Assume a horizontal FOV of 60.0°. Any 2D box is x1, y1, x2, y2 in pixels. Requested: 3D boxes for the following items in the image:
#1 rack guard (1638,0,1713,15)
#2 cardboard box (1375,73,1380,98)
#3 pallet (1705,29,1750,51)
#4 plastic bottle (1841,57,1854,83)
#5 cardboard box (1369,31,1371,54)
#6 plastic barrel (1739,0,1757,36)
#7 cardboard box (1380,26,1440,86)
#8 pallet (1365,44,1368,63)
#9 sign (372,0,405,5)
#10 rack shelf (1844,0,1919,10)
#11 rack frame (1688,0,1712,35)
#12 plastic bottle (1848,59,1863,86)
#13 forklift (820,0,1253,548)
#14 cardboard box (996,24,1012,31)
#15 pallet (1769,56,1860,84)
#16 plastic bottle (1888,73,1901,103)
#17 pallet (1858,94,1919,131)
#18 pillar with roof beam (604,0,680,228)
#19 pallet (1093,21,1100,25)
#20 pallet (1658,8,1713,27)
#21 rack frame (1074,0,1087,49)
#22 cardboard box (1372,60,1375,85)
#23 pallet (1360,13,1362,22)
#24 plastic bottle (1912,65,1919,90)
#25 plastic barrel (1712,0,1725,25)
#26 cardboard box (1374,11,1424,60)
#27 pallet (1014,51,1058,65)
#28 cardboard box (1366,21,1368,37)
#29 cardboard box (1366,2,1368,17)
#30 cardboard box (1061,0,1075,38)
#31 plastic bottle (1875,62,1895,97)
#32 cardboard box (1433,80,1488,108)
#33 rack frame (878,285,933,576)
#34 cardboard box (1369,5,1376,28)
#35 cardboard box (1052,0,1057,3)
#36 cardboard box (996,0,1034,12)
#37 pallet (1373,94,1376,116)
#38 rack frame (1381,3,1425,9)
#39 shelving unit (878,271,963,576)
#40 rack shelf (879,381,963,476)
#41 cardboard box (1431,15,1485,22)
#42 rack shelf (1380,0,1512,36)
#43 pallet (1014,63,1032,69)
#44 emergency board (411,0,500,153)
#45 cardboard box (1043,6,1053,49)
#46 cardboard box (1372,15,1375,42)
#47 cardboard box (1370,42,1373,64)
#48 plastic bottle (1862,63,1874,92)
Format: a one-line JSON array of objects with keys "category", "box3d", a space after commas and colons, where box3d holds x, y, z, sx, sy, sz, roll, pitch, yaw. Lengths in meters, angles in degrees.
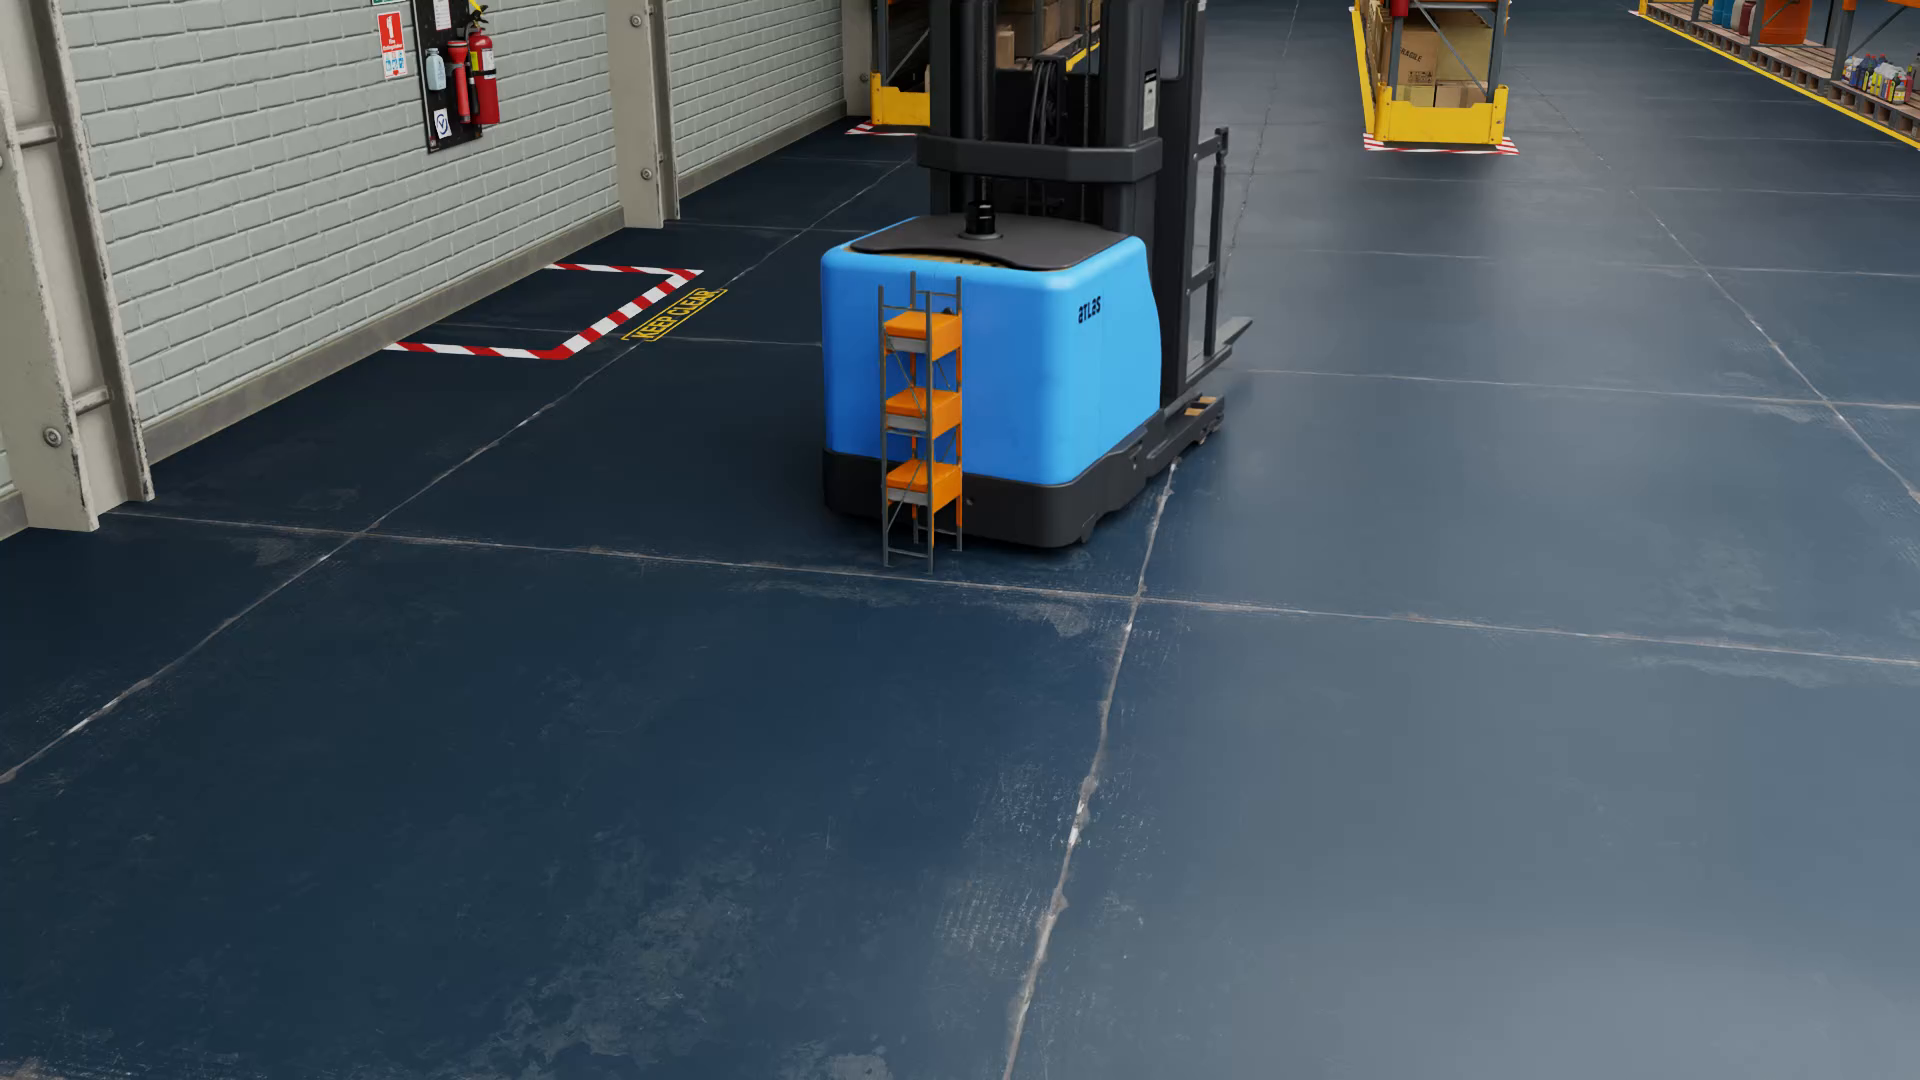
[{"category": "rack guard", "box3d": [12.635, -9.520, 29.323, 1.175, 0.500, 0.348, 4, 22, 11]}, {"category": "cardboard box", "box3d": [4.440, -4.519, 16.678, 0.500, 0.250, 0.500, 4, 22, 11]}, {"category": "pallet", "box3d": [11.381, -7.187, 23.917, 1.003, 0.211, 1.213, 4, 22, 11]}, {"category": "plastic bottle", "box3d": [9.700, -5.137, 18.156, 0.097, 0.271, 0.097, 0, 22, 0]}, {"category": "cardboard box", "box3d": [5.461, -6.311, 21.128, 0.500, 0.250, 0.500, 5, 22, 12]}, {"category": "plastic barrel", "box3d": [11.324, -7.414, 23.412, 0.600, 0.588, 0.708, 4, 22, 11]}, {"category": "cardboard box", "box3d": [4.348, -4.684, 16.082, 0.500, 0.500, 0.500, 4, 22, 11]}, {"category": "pallet", "box3d": [5.956, -6.532, 22.289, 1.003, 0.211, 1.213, 4, 22, 11]}, {"category": "sign", "box3d": [-2.995, -2.870, 8.706, 0.001, 0.109, 0.331, 4, 22, 11]}, {"category": "rack shelf", "box3d": [9.786, -5.216, 16.253, 1.077, 0.370, 4.000, 4, 22, 11]}, {"category": "rack frame", "box3d": [11.826, -9.207, 25.200, 1.000, 3.000, 0.127, 4, 22, 11]}, {"category": "plastic bottle", "box3d": [9.661, -5.019, 17.857, 0.152, 0.276, 0.135, 5, 23, 13]}, {"category": "forklift", "box3d": [0.557, -1.845, 7.012, 1.130, 2.935, 3.031, 10, 24, 24]}, {"category": "cardboard box", "box3d": [0.323, -5.699, 19.245, 0.500, 0.500, 0.500, 3, 22, 7]}, {"category": "pallet", "box3d": [10.563, -5.726, 20.288, 1.003, 0.211, 1.213, 4, 22, 11]}, {"category": "plastic bottle", "box3d": [9.329, -4.512, 16.588, 0.061, 0.283, 0.133, 5, 22, 12]}, {"category": "pallet", "box3d": [9.769, -4.298, 16.743, 1.003, 0.211, 1.213, 4, 22, 11]}, {"category": "pillar with roof beam", "box3d": [1.965, -6.156, 9.593, 9.100, 9.000, 0.400, 4, 22, 11]}, {"category": "pallet", "box3d": [1.797, -7.933, 25.770, 1.003, 0.211, 1.213, 4, 22, 11]}, {"category": "pallet", "box3d": [12.185, -8.633, 27.507, 1.003, 0.211, 1.213, 4, 22, 11]}, {"category": "rack frame", "box3d": [1.312, -8.500, 23.443, 1.000, 3.000, 0.127, 4, 22, 11]}, {"category": "cardboard box", "box3d": [4.740, -5.068, 18.041, 0.500, 0.250, 0.500, 4, 22, 11]}, {"category": "pallet", "box3d": [7.366, -8.991, 28.396, 1.003, 0.211, 1.213, 4, 22, 11]}, {"category": "plastic bottle", "box3d": [10.155, -4.897, 17.553, 0.152, 0.276, 0.135, 4, 22, 11]}, {"category": "plastic barrel", "box3d": [11.699, -8.231, 25.022, 0.600, 0.901, 0.708, 4, 22, 11]}, {"category": "cardboard box", "box3d": [4.741, -5.416, 17.901, 0.500, 0.500, 0.500, 4, 22, 11]}, {"category": "pallet", "box3d": [0.653, -6.028, 21.039, 1.003, 0.211, 1.213, 4, 22, 11]}, {"category": "cardboard box", "box3d": [5.767, -6.873, 22.524, 0.500, 0.250, 0.500, 4, 22, 11]}, {"category": "cardboard box", "box3d": [6.543, -8.276, 25.646, 0.500, 0.500, 0.500, 5, 22, 12]}, {"category": "cardboard box", "box3d": [1.216, -7.277, 23.164, 0.700, 0.500, 0.500, 5, 22, 12]}, {"category": "plastic bottle", "box3d": [9.460, -4.701, 16.967, 0.144, 0.351, 0.185, 5, 23, 13]}, {"category": "cardboard box", "box3d": [4.857, -4.296, 16.124, 0.500, 0.250, 0.500, 4, 22, 11]}, {"category": "rack frame", "box3d": [-0.190, -0.373, 5.875, 0.200, 1.050, 0.008, 10, 24, 24]}, {"category": "cardboard box", "box3d": [5.562, -6.755, 21.478, 0.500, 0.311, 0.500, 4, 22, 9]}, {"category": "cardboard box", "box3d": [1.038, -7.421, 22.518, 0.500, 0.250, 0.500, 5, 22, 12]}, {"category": "cardboard box", "box3d": [0.716, -6.861, 21.127, 0.500, 0.250, 0.500, 4, 22, 10]}, {"category": "pallet", "box3d": [4.896, -4.632, 17.572, 1.003, 0.211, 1.213, 4, 22, 11]}, {"category": "rack frame", "box3d": [5.346, -6.660, 18.876, 1.000, 3.000, 0.127, 4, 22, 11]}, {"category": "shelving unit", "box3d": [-0.138, -0.414, 5.977, 0.215, 1.050, 0.252, 10, 24, 24]}, {"category": "rack shelf", "box3d": [-0.138, -0.405, 5.981, 0.215, 0.259, 0.240, 10, 24, 24]}, {"category": "cardboard box", "box3d": [5.165, -5.192, 17.345, 0.500, 0.500, 0.500, 4, 22, 11]}, {"category": "rack shelf", "box3d": [4.938, -5.595, 17.194, 1.077, 0.370, 4.000, 4, 22, 11]}, {"category": "pallet", "box3d": [0.393, -5.495, 19.715, 1.003, 0.211, 1.213, 4, 22, 11]}, {"category": "emergency board", "box3d": [-2.791, -2.801, 9.292, 0.194, 1.169, 0.643, 4, 22, 11]}, {"category": "cardboard box", "box3d": [0.829, -6.728, 21.801, 0.700, 0.500, 0.500, 5, 22, 12]}, {"category": "cardboard box", "box3d": [5.248, -6.201, 20.102, 0.500, 0.311, 0.500, 5, 22, 12]}, {"category": "cardboard box", "box3d": [5.146, -5.754, 19.743, 0.500, 0.250, 0.500, 4, 22, 10]}, {"category": "plastic bottle", "box3d": [9.510, -4.836, 17.392, 0.061, 0.283, 0.133, 5, 23, 13]}]
